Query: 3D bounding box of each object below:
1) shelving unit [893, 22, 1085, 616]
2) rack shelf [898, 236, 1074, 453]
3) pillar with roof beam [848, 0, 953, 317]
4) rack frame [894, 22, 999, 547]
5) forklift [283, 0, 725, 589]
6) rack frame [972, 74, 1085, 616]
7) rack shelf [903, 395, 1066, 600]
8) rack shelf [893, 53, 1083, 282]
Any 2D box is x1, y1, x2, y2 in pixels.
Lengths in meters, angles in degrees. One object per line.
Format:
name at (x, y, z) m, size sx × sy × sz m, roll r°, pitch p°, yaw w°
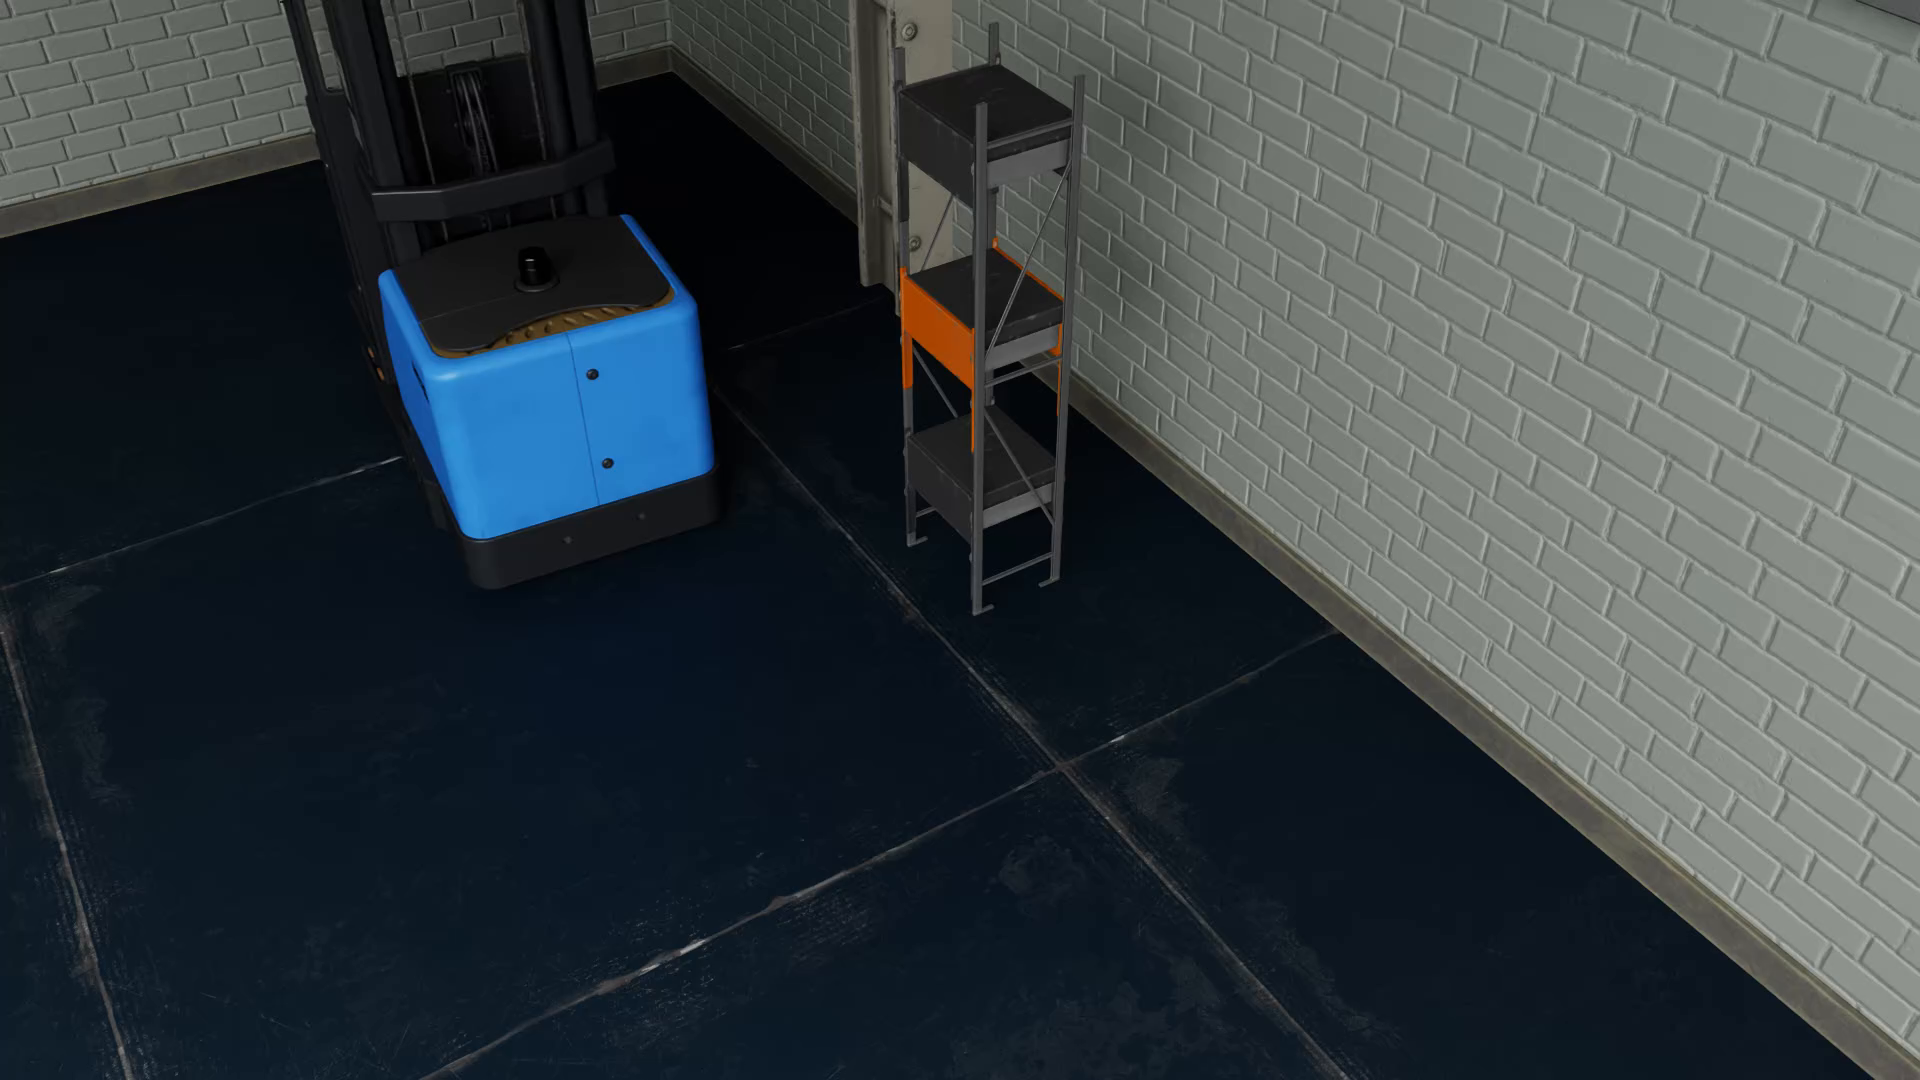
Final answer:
shelving unit at (0.089, -0.717, 5.971) m, size 0.431 × 2.100 × 0.503 m, roll -22°, pitch 45°, yaw -24°
rack shelf at (0.089, -0.707, 5.979) m, size 0.431 × 0.518 × 0.480 m, roll -22°, pitch 45°, yaw -24°
pillar with roof beam at (-3.894, -3.209, 3.572) m, size 9.100 × 9.000 × 0.400 m, roll -22°, pitch 45°, yaw -24°
rack frame at (-0.042, -0.849, 6.129) m, size 0.400 × 2.100 × 0.015 m, roll -22°, pitch 45°, yaw -24°
forklift at (-2.086, -1.871, 6.706) m, size 1.130 × 2.935 × 3.031 m, roll -18°, pitch 43°, yaw -21°
rack frame at (0.220, -0.586, 5.813) m, size 0.400 × 2.100 × 0.015 m, roll -22°, pitch 45°, yaw -24°
rack shelf at (0.089, -0.169, 6.427) m, size 0.431 × 0.518 × 0.480 m, roll -22°, pitch 45°, yaw -24°
rack shelf at (0.089, -1.245, 5.531) m, size 0.431 × 0.518 × 0.480 m, roll -22°, pitch 45°, yaw -24°
